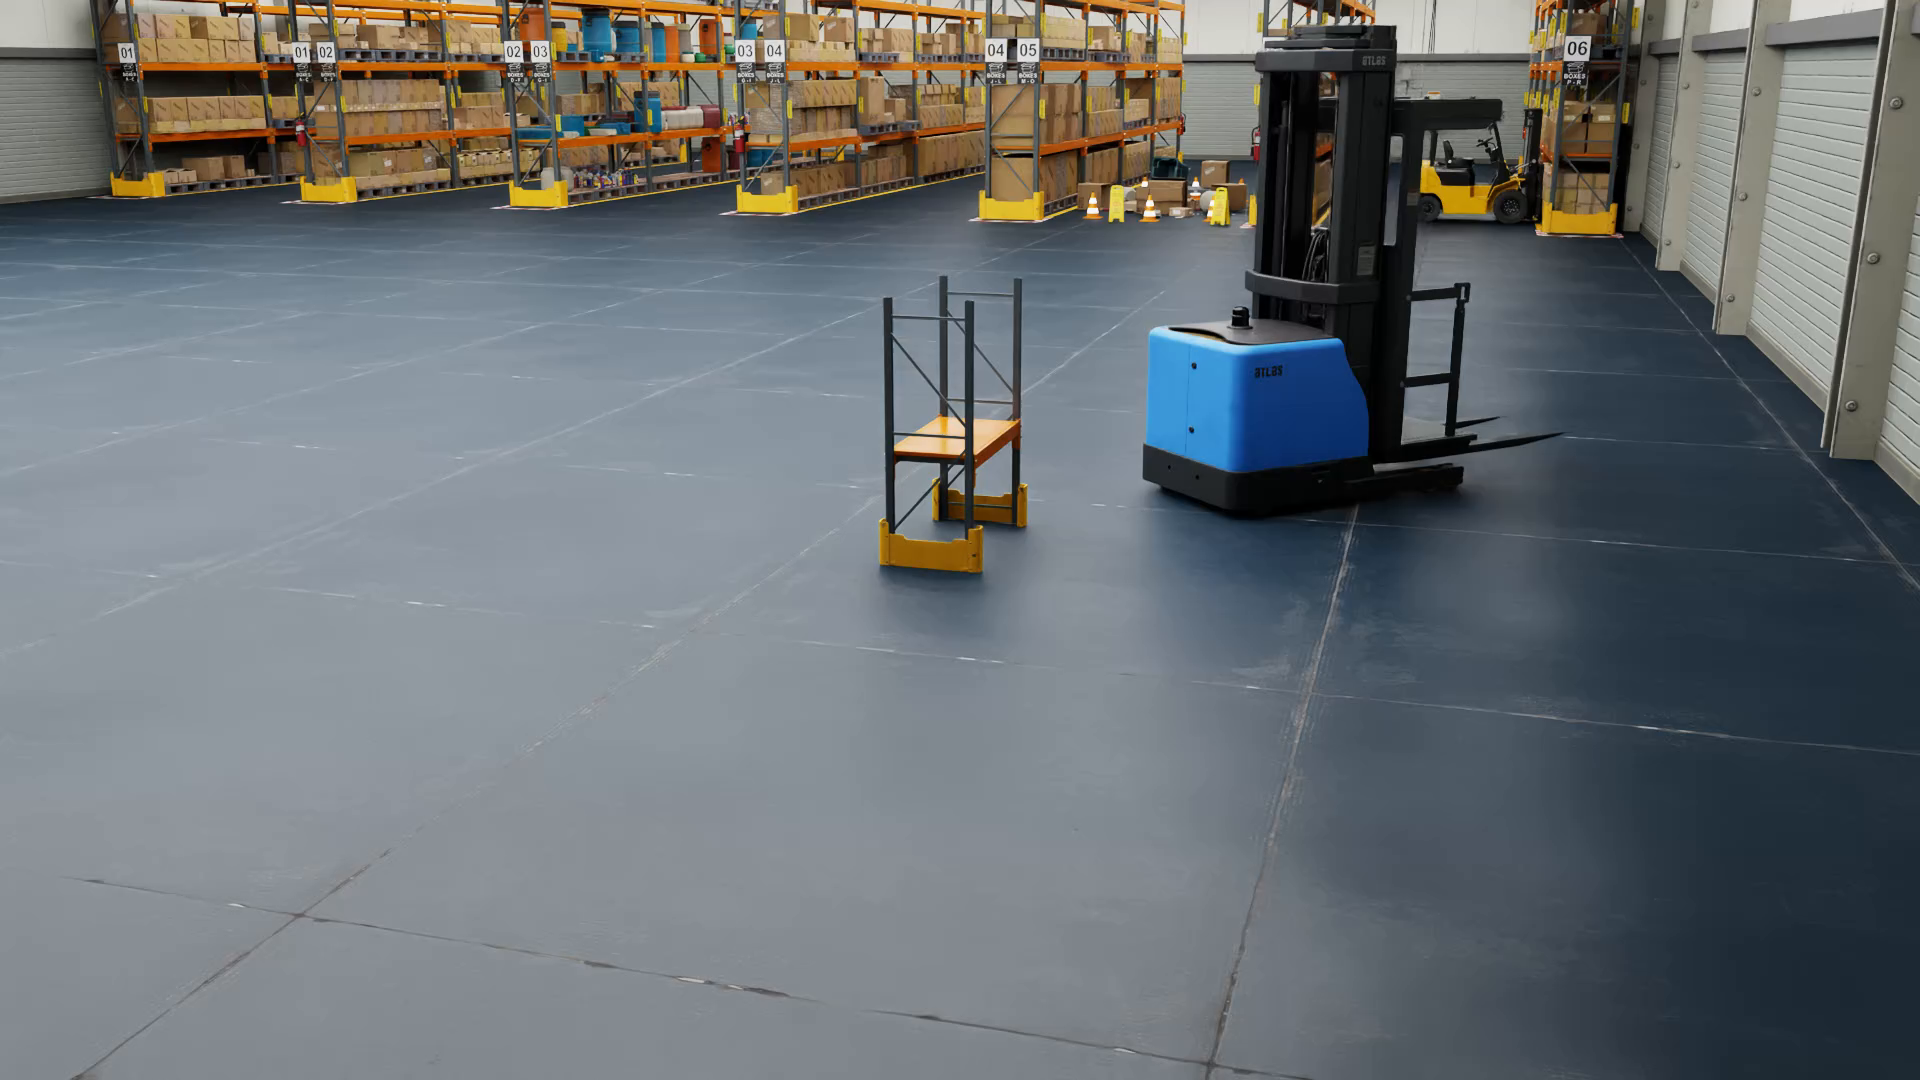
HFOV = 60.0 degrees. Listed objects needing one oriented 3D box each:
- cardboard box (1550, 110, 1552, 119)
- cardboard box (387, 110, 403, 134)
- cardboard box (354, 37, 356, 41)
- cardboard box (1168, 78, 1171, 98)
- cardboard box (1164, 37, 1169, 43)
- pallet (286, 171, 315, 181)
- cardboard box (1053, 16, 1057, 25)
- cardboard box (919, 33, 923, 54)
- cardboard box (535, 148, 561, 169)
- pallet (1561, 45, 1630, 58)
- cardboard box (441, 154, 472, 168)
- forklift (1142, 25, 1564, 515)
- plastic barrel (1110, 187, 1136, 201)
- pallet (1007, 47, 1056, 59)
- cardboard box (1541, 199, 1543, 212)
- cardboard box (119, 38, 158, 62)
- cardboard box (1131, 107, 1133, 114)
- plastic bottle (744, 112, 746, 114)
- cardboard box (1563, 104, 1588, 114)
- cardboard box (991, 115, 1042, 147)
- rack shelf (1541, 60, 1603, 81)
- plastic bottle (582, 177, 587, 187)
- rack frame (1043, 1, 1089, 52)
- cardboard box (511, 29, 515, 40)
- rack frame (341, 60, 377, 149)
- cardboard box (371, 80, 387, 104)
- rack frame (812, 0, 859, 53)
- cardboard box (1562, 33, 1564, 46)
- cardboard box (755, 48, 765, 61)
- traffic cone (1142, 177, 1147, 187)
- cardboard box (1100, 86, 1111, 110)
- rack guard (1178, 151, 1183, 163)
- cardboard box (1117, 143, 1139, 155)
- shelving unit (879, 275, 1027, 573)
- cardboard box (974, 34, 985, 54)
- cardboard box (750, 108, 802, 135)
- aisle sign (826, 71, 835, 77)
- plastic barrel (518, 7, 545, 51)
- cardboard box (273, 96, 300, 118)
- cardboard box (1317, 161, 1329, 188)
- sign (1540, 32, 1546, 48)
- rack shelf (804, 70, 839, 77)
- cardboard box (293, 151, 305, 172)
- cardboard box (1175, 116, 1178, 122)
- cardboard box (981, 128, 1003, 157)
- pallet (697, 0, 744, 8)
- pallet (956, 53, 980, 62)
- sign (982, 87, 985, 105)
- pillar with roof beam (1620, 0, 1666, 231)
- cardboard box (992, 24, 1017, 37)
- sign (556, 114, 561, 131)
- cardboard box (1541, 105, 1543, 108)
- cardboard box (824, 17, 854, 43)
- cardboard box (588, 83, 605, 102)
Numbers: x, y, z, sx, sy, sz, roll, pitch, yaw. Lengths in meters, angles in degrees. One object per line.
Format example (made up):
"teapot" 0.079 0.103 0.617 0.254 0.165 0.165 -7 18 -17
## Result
"cardboard box" 10.952 -7.747 30.275 0.380 0.149 0.250 4 16 15
"cardboard box" -12.681 -9.165 36.462 0.700 0.500 0.500 5 17 18
"cardboard box" -13.189 -10.553 35.289 0.500 0.250 0.500 5 16 16
"cardboard box" 5.185 -11.722 43.098 0.500 0.500 0.500 4 16 14
"cardboard box" 5.105 -12.751 42.418 0.380 0.149 0.250 5 17 19
"pallet" -16.313 -9.203 41.889 1.003 0.211 1.213 5 16 16
"cardboard box" 1.577 -9.628 30.825 0.380 0.149 0.250 5 17 16
"cardboard box" -1.228 -12.006 40.210 0.500 0.500 0.500 6 17 19
"cardboard box" -10.587 -9.790 42.622 0.500 0.500 0.500 5 17 18
"pallet" 10.720 -8.253 28.093 1.003 0.211 1.213 5 16 16
"cardboard box" -11.771 -8.875 38.864 0.500 0.311 0.500 5 16 16
"forklift" 2.750 -1.832 10.918 3.031 2.935 1.130 -8 18 -27
"plastic barrel" 3.245 -6.802 33.034 0.421 0.421 0.512 -10 19 -32
"pallet" 1.161 -9.006 30.749 1.003 0.211 1.213 5 16 16
"cardboard box" 10.627 -5.955 29.598 0.500 0.250 0.500 5 17 16
"cardboard box" -17.679 -10.543 35.785 0.500 0.500 0.500 5 17 17
"cardboard box" 3.854 -10.111 39.126 0.380 0.149 0.250 5 16 16
"plastic bottle" -5.706 -11.098 43.688 0.152 0.276 0.135 5 16 16
"cardboard box" 10.394 -7.283 28.091 0.380 0.149 0.250 5 16 16
"cardboard box" 1.022 -7.583 30.793 0.875 0.550 0.550 5 16 16
"rack shelf" 12.200 -9.336 33.068 1.077 0.370 4.000 5 16 16
"plastic bottle" -8.105 -7.731 35.912 0.097 0.201 0.097 0 16 0
"rack frame" 2.097 -11.343 33.330 1.000 3.000 0.127 5 16 16
"cardboard box" -13.414 -14.929 49.417 0.500 0.500 0.500 5 16 16
"rack frame" -15.741 -11.067 43.350 1.000 3.000 0.127 5 16 16
"cardboard box" -12.817 -9.668 35.857 0.700 0.500 0.500 5 16 16
"rack frame" -2.630 -11.754 34.779 1.000 3.000 0.127 5 16 16
"cardboard box" 10.511 -8.604 28.465 0.396 0.266 0.258 5 16 16
"cardboard box" -3.873 -9.338 32.034 0.500 0.250 0.500 5 17 17
"traffic cone" 3.926 -7.470 35.319 0.336 0.463 0.334 5 16 16
"cardboard box" 2.954 -9.784 36.810 0.700 0.500 0.500 4 16 15
"rack guard" 5.485 -10.374 45.488 1.175 0.500 0.348 5 16 16
"cardboard box" 3.958 -9.287 39.510 0.500 0.250 0.500 5 17 16
"shelving unit" -0.022 -0.702 9.554 0.587 1.500 1.083 5 16 16
"cardboard box" 0.250 -13.178 44.159 0.700 0.500 0.500 5 17 18
"cardboard box" -3.584 -8.155 32.354 0.875 0.500 0.500 5 16 16
"aisle sign" -3.667 -13.638 47.652 0.394 0.787 0.004 5 16 16
"plastic barrel" -8.499 -10.194 33.220 0.600 0.830 0.708 5 16 16
"cardboard box" -16.534 -10.556 40.561 0.700 0.500 0.500 6 17 22
"cardboard box" 6.818 -7.031 32.015 0.500 0.500 0.500 5 17 17
"sign" 12.248 -10.497 34.895 0.100 0.325 0.005 5 16 16
"rack shelf" -4.537 -12.965 45.865 1.077 0.370 4.000 5 16 16
"cardboard box" -16.585 -9.362 41.115 0.700 0.500 0.500 4 16 15
"cardboard box" 5.685 -11.368 44.873 0.380 0.149 0.250 5 16 16
"cardboard box" 0.675 -11.014 46.287 0.875 0.875 0.875 5 16 16
"pallet" -6.008 -13.088 40.560 1.213 0.211 1.003 5 16 16
"pallet" -0.114 -12.575 43.332 1.003 0.211 1.213 5 16 16
"sign" 0.444 -8.127 30.430 0.100 0.325 0.005 5 16 16
"pillar with roof beam" 7.429 -10.001 28.599 9.100 9.000 0.400 5 16 16
"cardboard box" 0.831 -9.324 30.487 0.500 0.250 0.500 5 17 17
"sign" -7.989 -8.295 33.070 0.100 0.325 0.005 5 16 16
"cardboard box" 12.321 -8.992 34.662 0.380 0.149 0.250 5 17 17
"cardboard box" -2.513 -10.605 34.581 0.500 0.500 0.500 4 16 14
"cardboard box" -9.958 -12.412 46.076 0.500 0.500 0.500 5 17 16
